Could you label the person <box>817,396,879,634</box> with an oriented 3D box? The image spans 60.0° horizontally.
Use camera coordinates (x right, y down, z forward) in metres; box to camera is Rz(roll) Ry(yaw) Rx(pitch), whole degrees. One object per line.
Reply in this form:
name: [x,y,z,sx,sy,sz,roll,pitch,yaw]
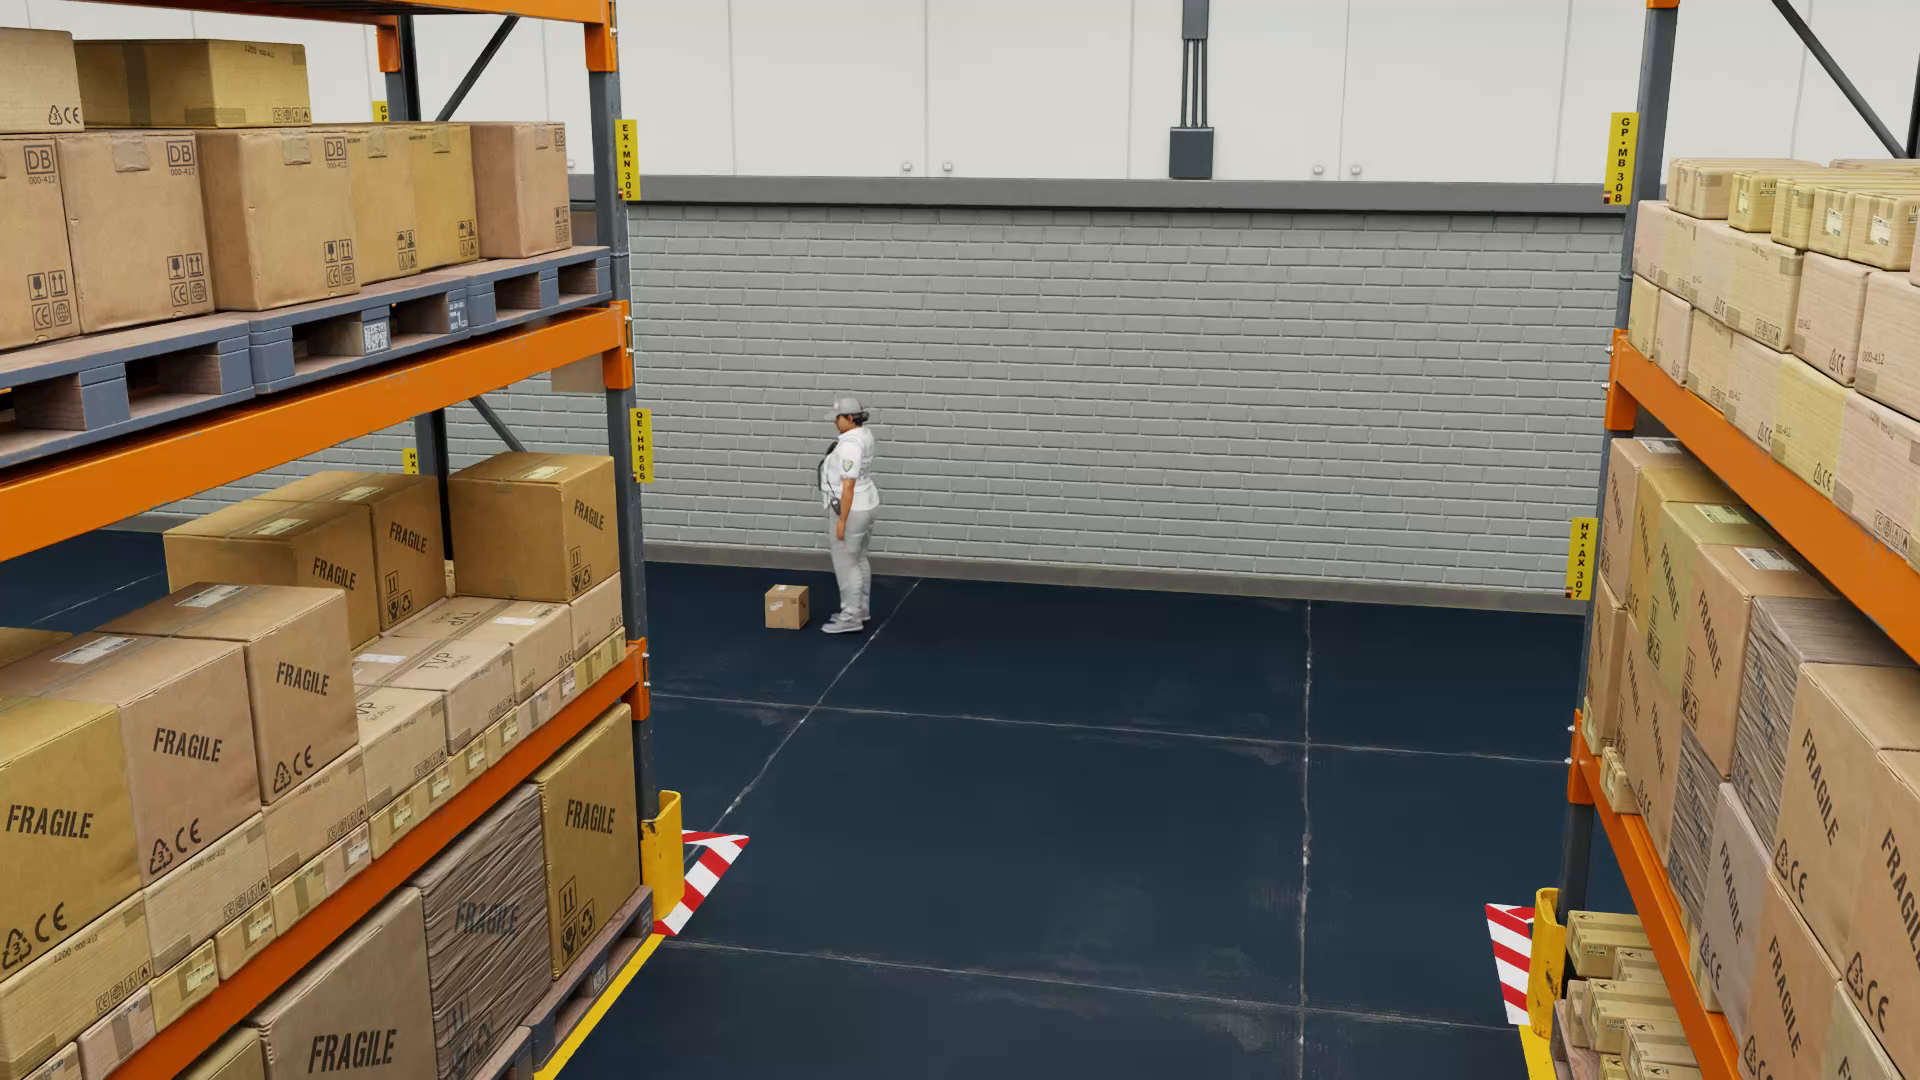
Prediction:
person: [-0.789,-0.182,11.675,0.371,1.675,0.483,3,15,12]
